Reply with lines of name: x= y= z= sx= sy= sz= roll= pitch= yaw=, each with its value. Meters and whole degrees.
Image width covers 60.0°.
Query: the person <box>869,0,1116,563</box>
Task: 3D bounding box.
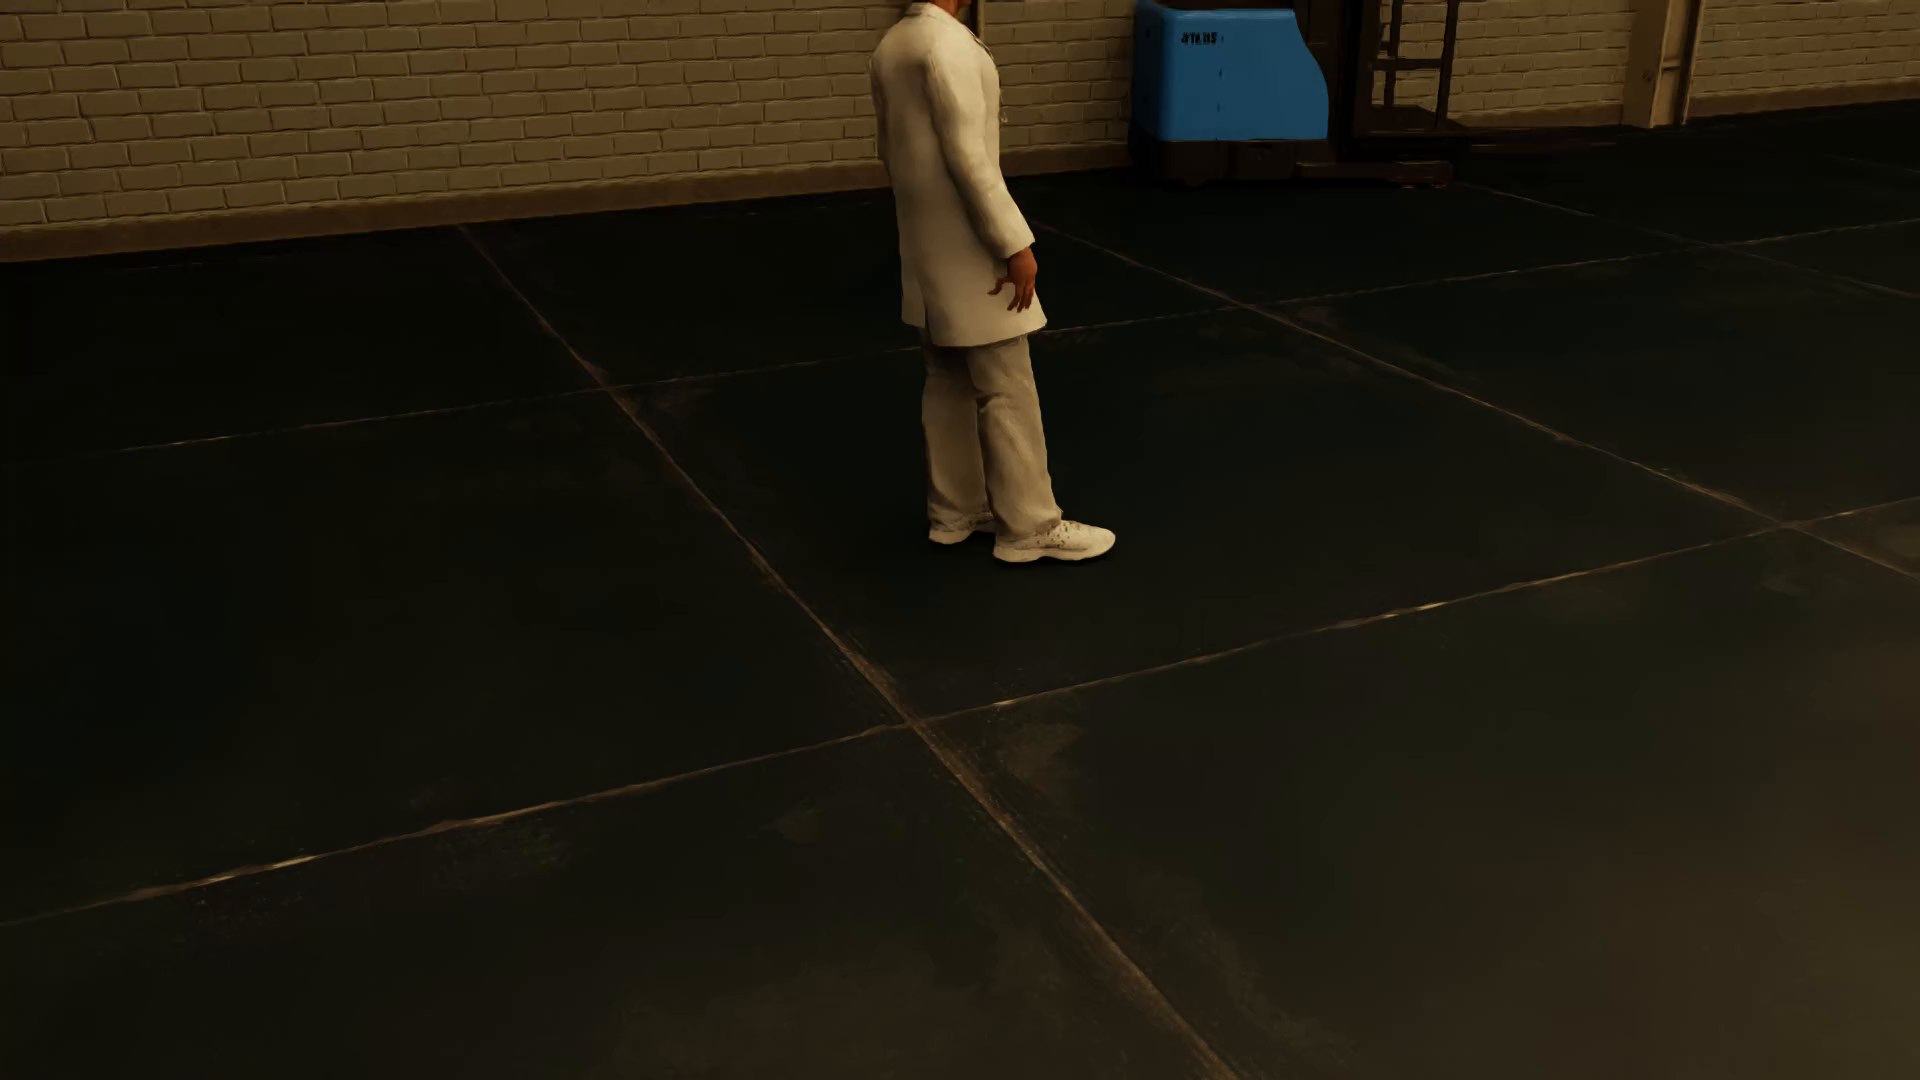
person: x=0.084 y=-0.841 z=4.795 sx=0.579 sy=1.776 sz=0.694 roll=-10 pitch=25 yaw=-23

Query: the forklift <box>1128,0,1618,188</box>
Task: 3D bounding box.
forklift: x=2.668 y=-3.753 z=10.321 sx=3.031 sy=2.935 sz=1.130 roll=-2 pitch=23 yaw=-5
